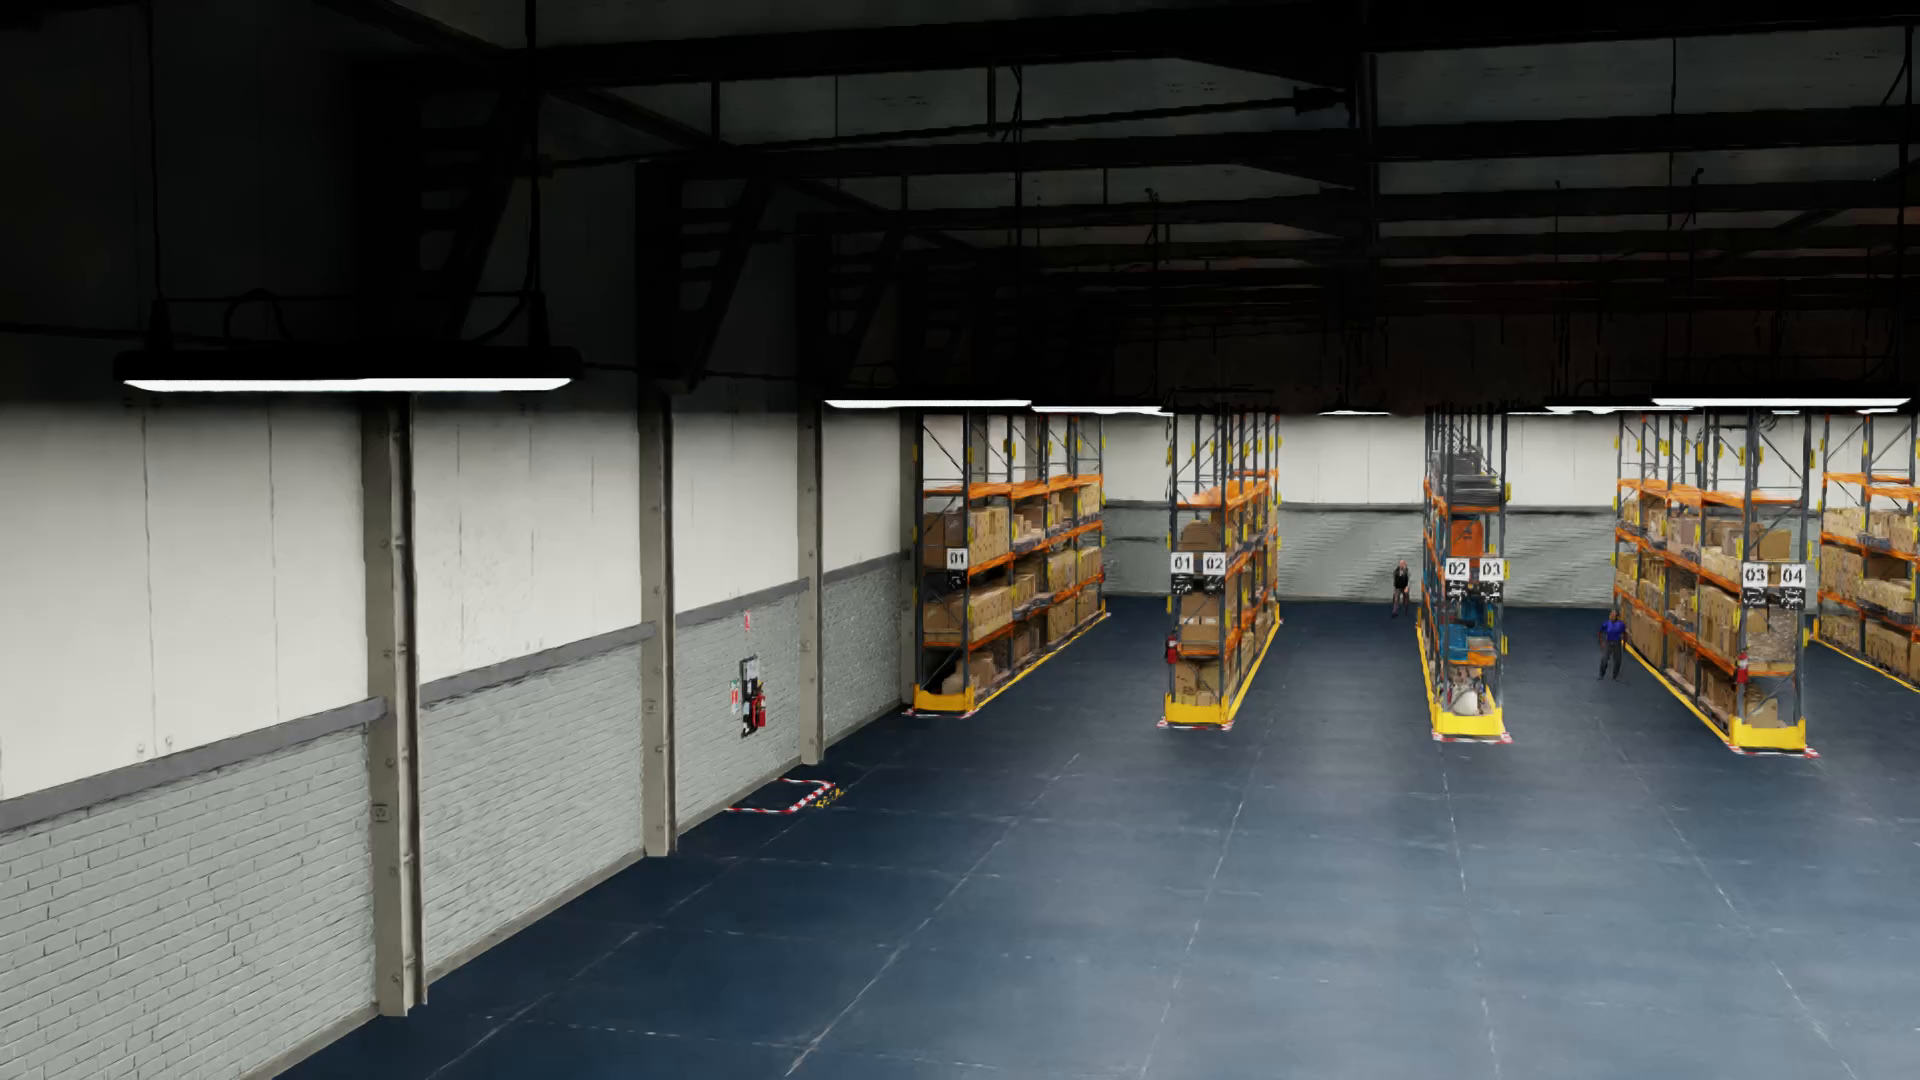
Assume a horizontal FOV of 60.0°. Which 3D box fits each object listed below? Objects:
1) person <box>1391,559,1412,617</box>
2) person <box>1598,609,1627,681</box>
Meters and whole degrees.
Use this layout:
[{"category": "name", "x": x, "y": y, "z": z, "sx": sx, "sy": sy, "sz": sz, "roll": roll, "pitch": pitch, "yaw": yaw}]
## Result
[{"category": "person", "x": 12.642, "y": 1.370, "z": 47.533, "sx": 0.540, "sy": 1.661, "sz": 1.021, "roll": 2, "pitch": 5, "yaw": 23}, {"category": "person", "x": 14.125, "y": 2.270, "z": 36.013, "sx": 0.592, "sy": 1.604, "sz": 0.518, "roll": 1, "pitch": 4, "yaw": 12}]
